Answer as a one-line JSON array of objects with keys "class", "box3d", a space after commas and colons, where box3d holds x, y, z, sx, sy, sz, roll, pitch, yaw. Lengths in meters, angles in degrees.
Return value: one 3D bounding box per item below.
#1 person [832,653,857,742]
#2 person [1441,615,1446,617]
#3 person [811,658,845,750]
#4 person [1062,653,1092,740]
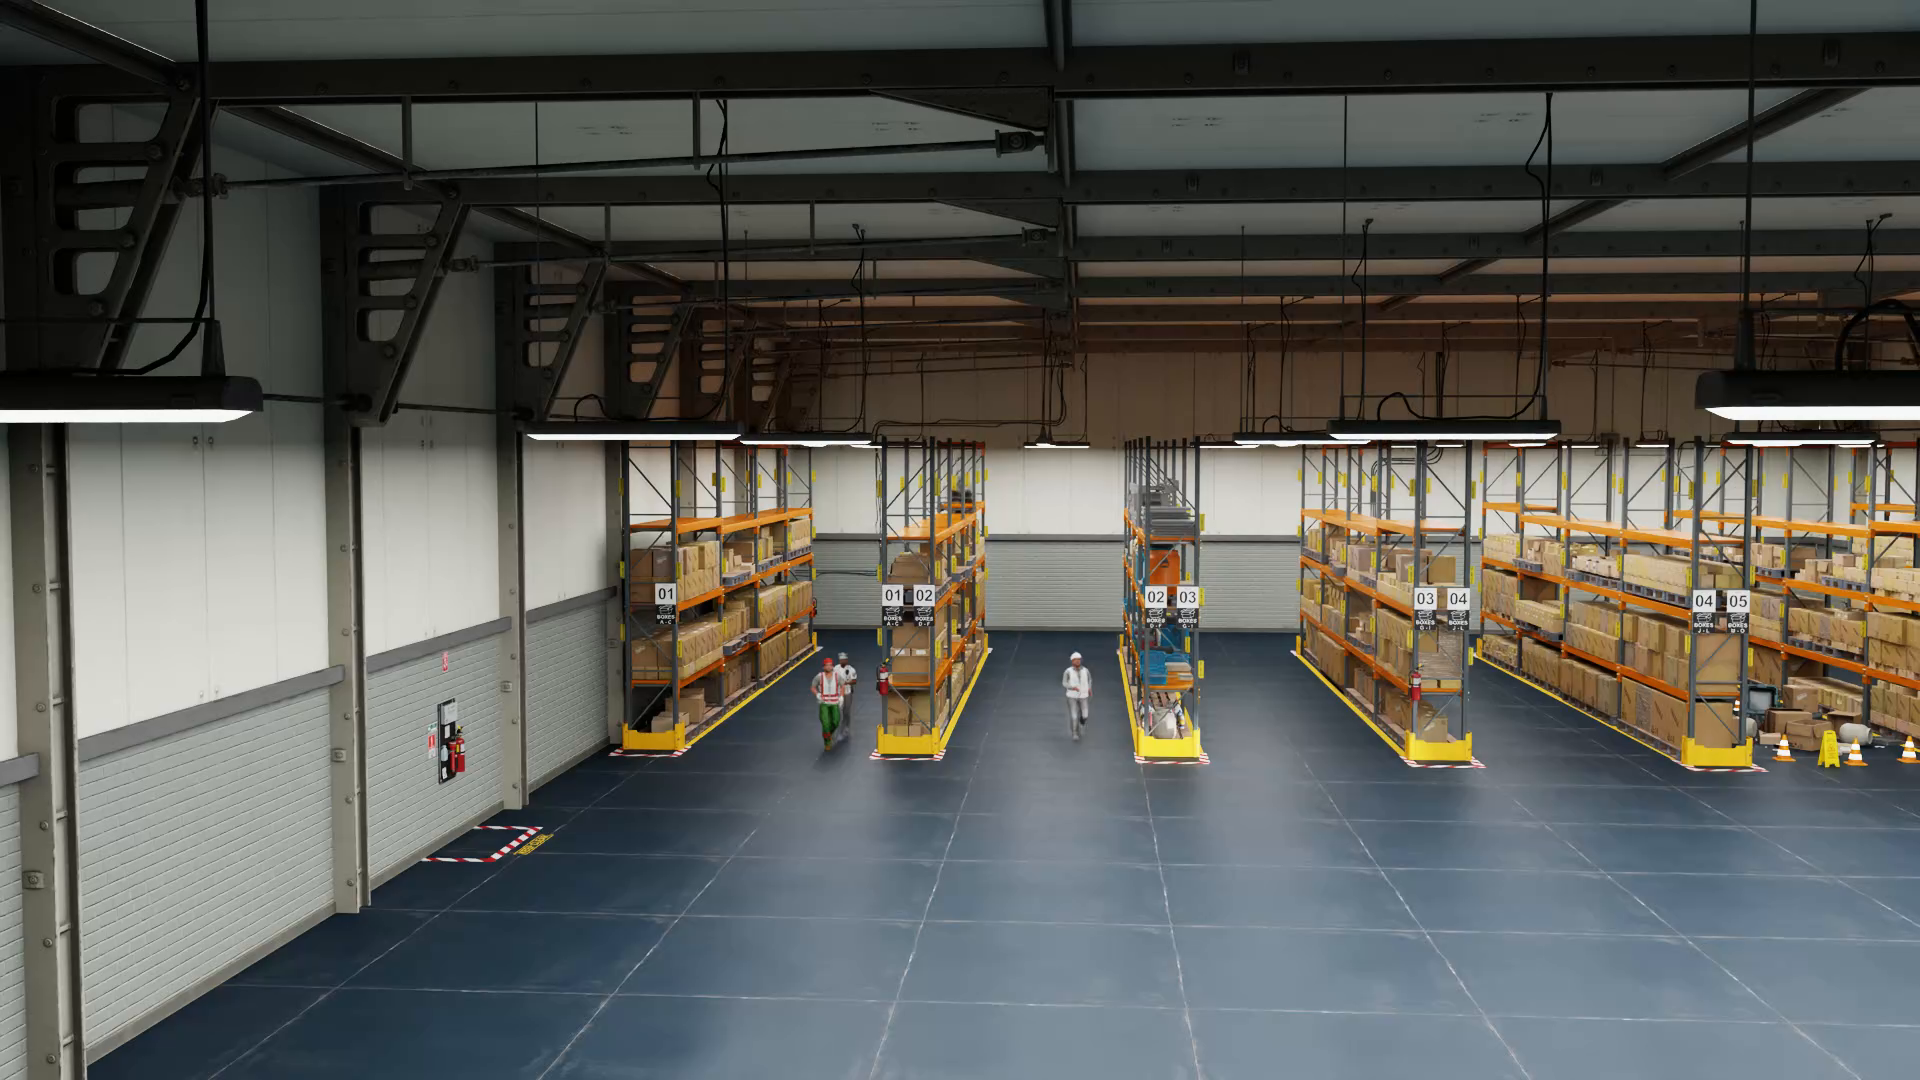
[{"class": "person", "box3d": [-2.323, 3.094, 33.154, 0.547, 1.737, 0.864, 0, 3, -1]}, {"class": "person", "box3d": [13.197, 2.408, 46.577, 0.516, 1.657, 0.710, -2, 4, -38]}, {"class": "person", "box3d": [-2.520, 3.144, 31.892, 0.667, 1.760, 0.598, -1, 3, -11]}, {"class": "person", "box3d": [2.337, 3.093, 32.825, 0.645, 1.732, 0.592, 0, 3, -8]}]
